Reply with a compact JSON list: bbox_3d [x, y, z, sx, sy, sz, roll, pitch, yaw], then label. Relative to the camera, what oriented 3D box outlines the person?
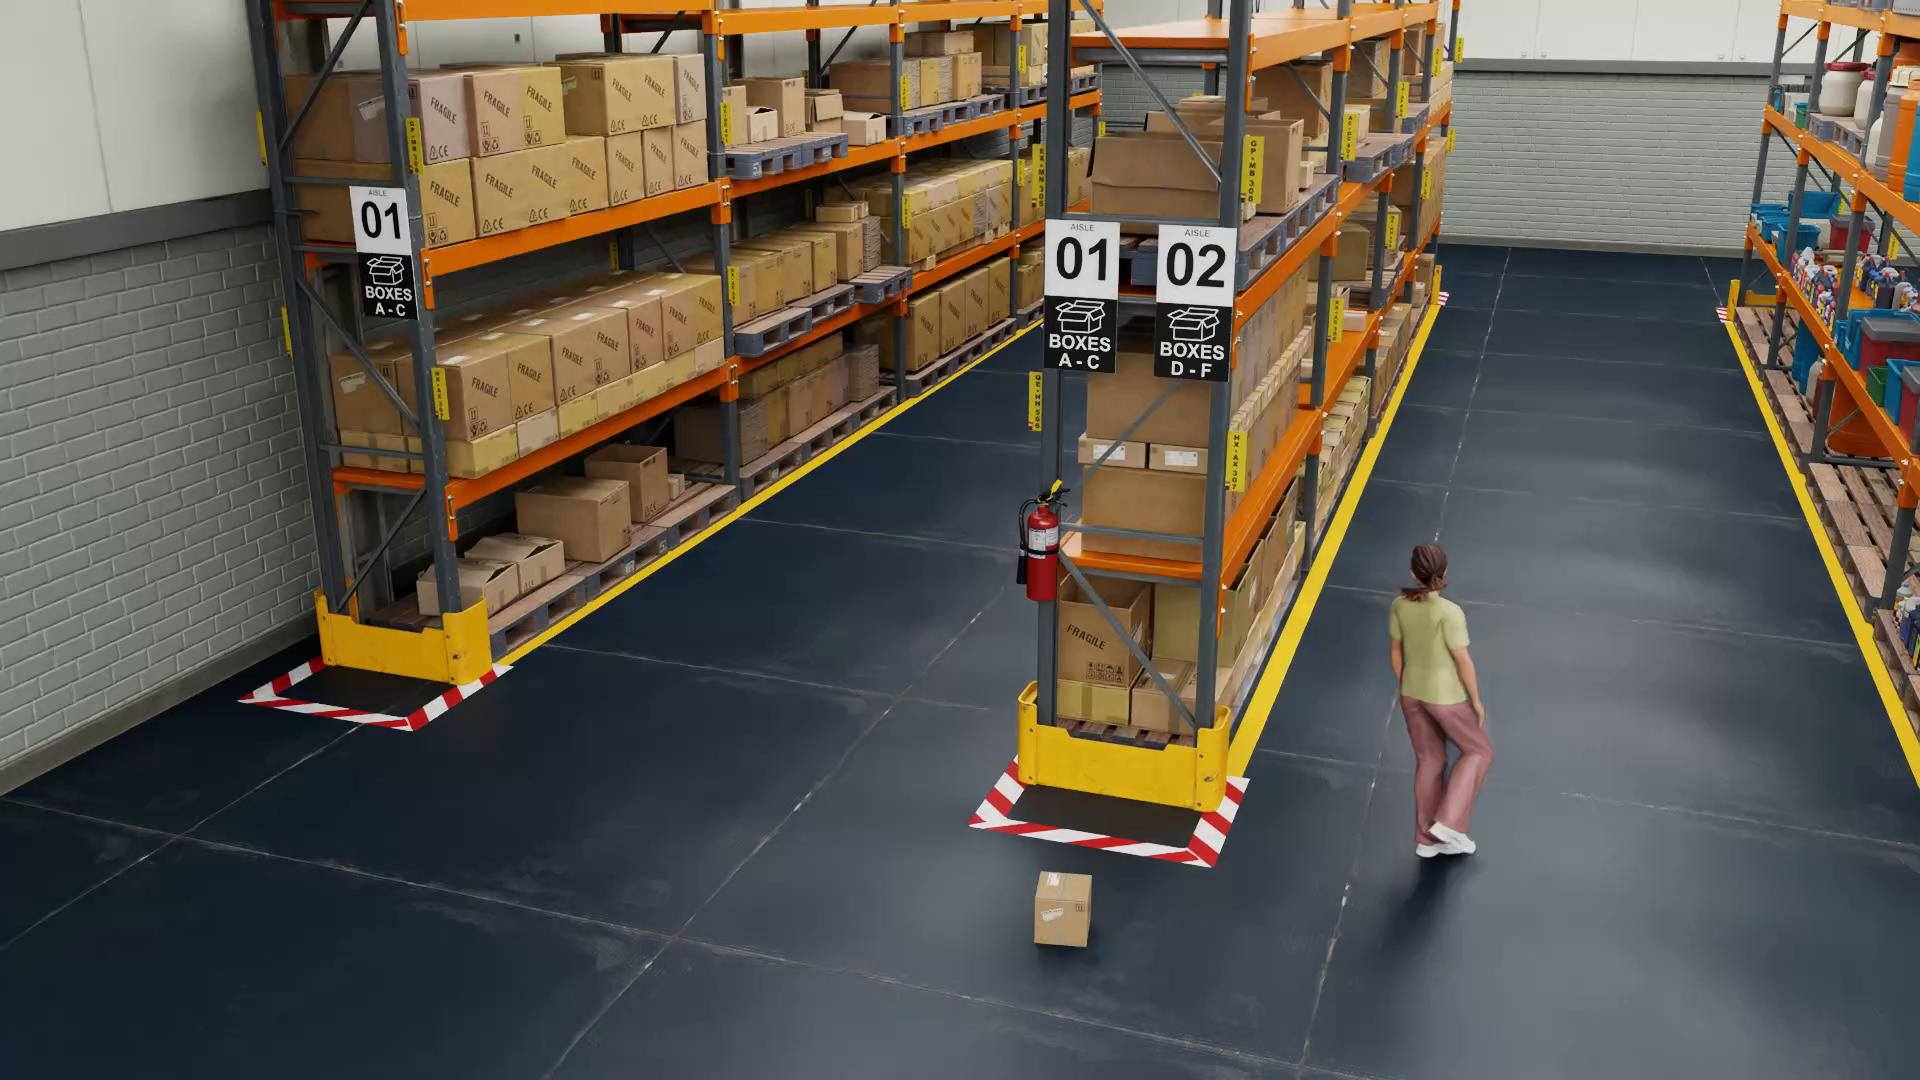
[{"bbox_3d":[2.474,0.829,8.570,0.439,1.661,0.578,-13,23,-33],"label":"person"}]
